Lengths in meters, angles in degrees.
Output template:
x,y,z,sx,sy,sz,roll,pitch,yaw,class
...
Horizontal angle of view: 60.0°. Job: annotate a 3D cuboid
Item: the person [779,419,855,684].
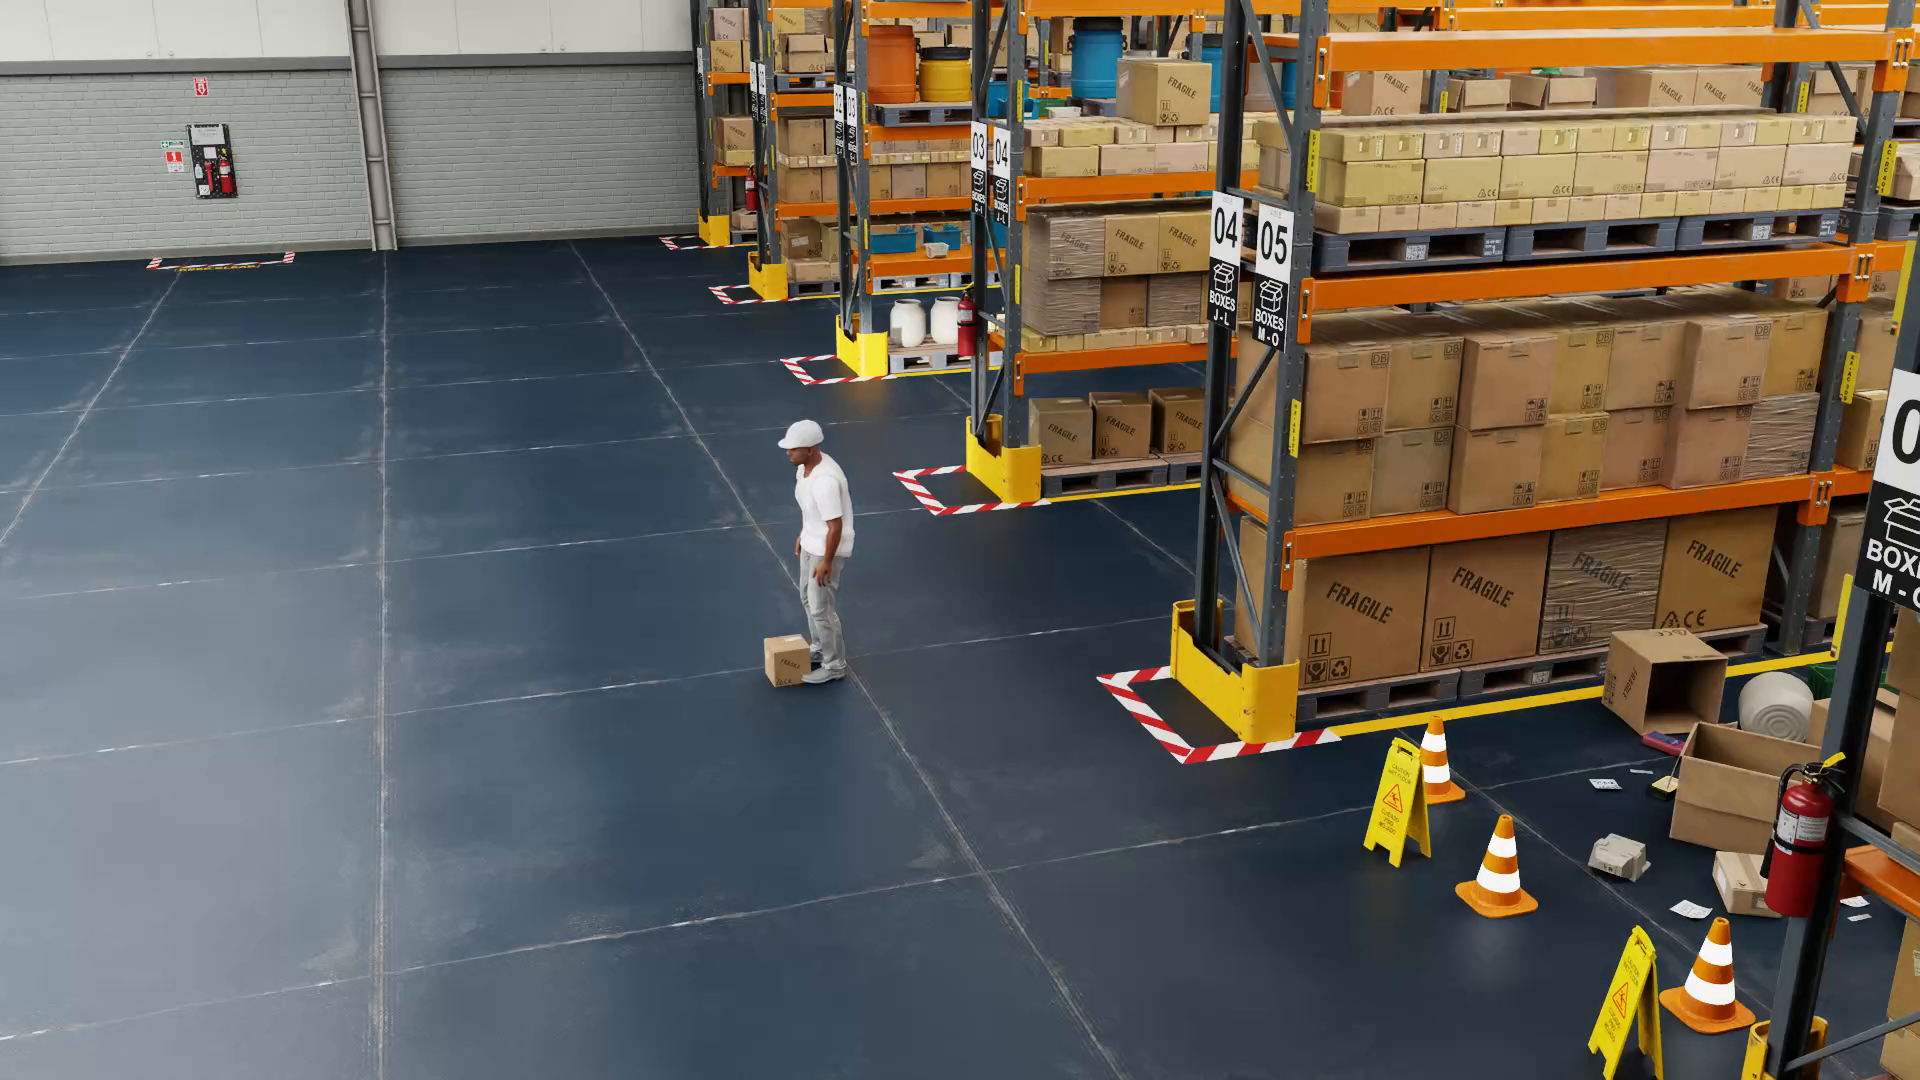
x,y,z,sx,sy,sz,roll,pitch,yaw,class
-0.933,0.060,10.871,0.456,1.758,0.628,-6,20,-17,person
